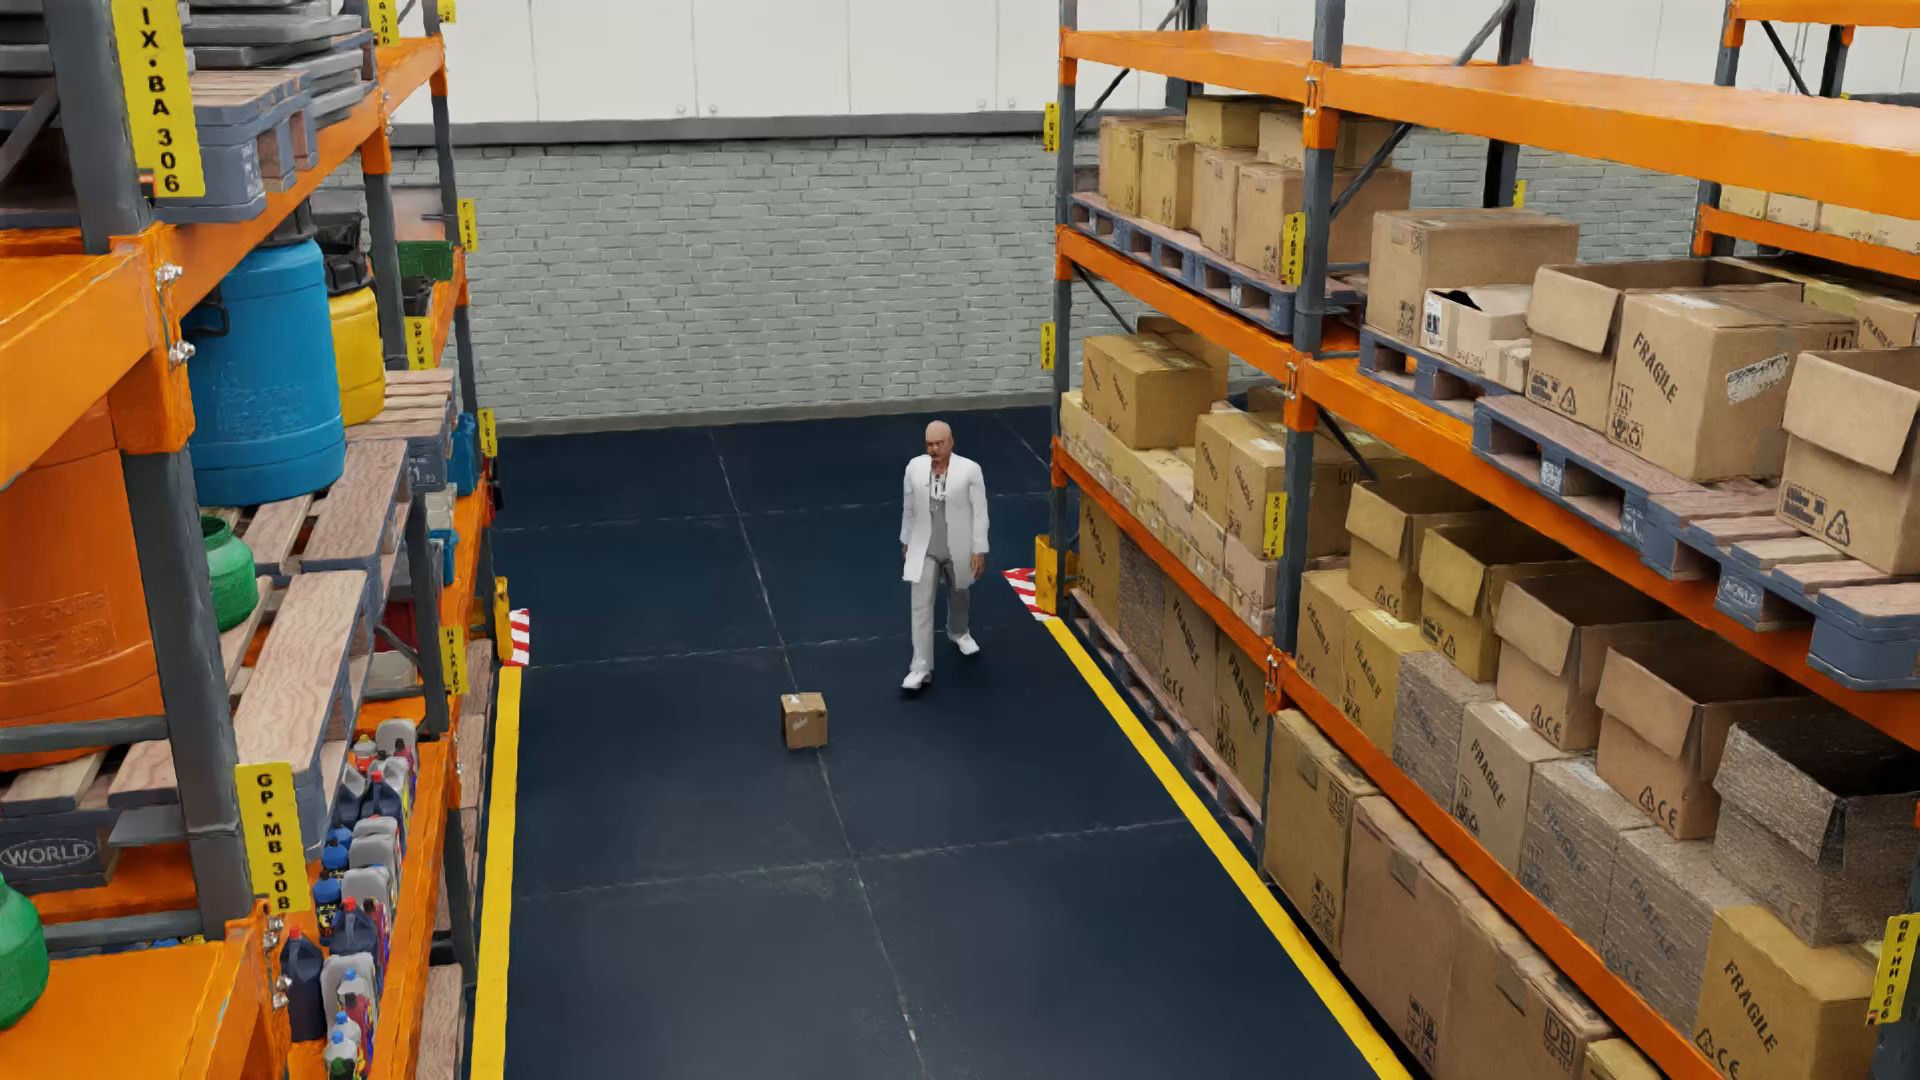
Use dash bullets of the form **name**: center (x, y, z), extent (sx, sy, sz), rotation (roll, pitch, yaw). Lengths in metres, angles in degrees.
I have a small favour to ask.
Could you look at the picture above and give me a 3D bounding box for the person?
- **person**: center (-0.113, 0.058, 10.950), extent (0.618, 1.748, 0.996), rotation (3, 20, 8)
